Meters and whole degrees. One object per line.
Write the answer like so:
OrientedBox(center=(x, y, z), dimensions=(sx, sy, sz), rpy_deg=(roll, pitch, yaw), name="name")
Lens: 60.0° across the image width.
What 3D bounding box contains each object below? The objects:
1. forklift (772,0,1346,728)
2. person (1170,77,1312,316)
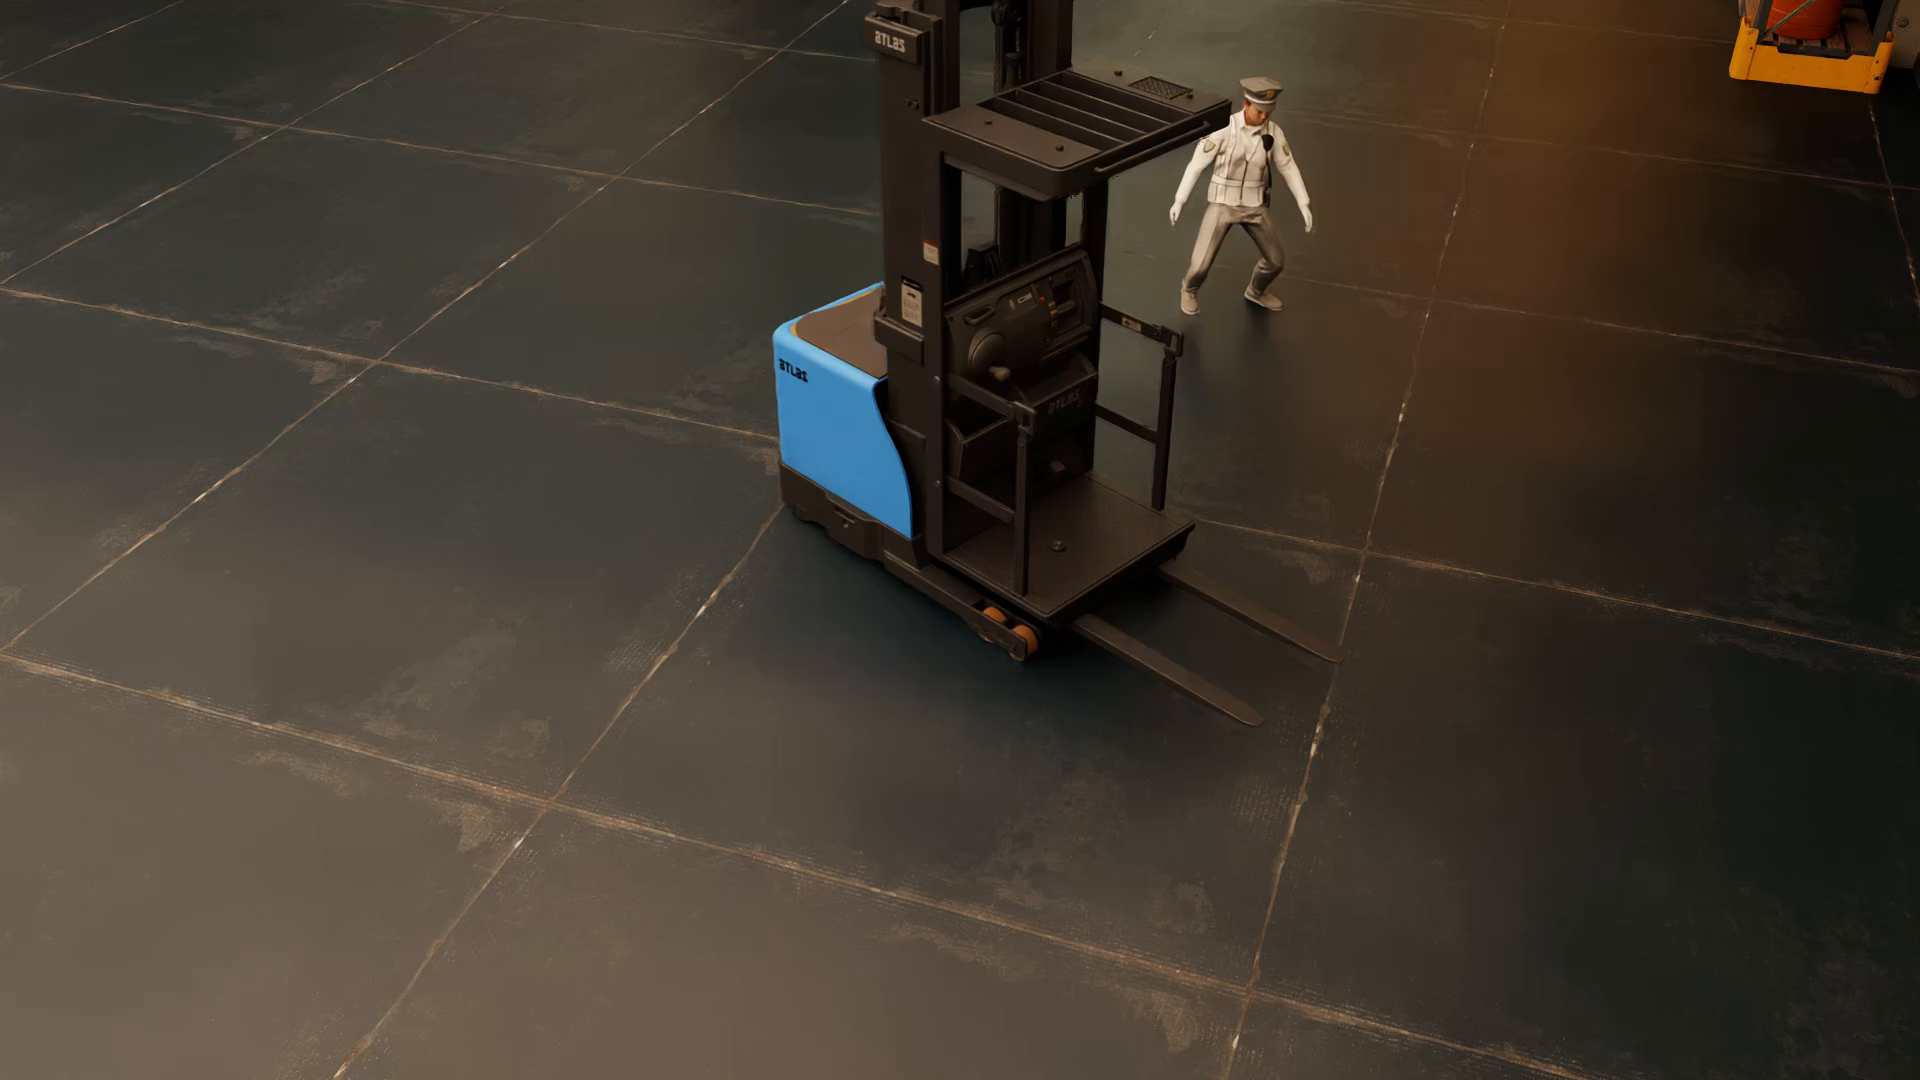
OrientedBox(center=(0.442, -0.968, 7.476), dimensions=(1.130, 2.935, 3.031), rpy_deg=(-30, 45, -35), name="forklift")
OrientedBox(center=(1.725, -2.062, 10.229), dimensions=(0.855, 1.565, 0.571), rpy_deg=(-1, 35, -2), name="person")
